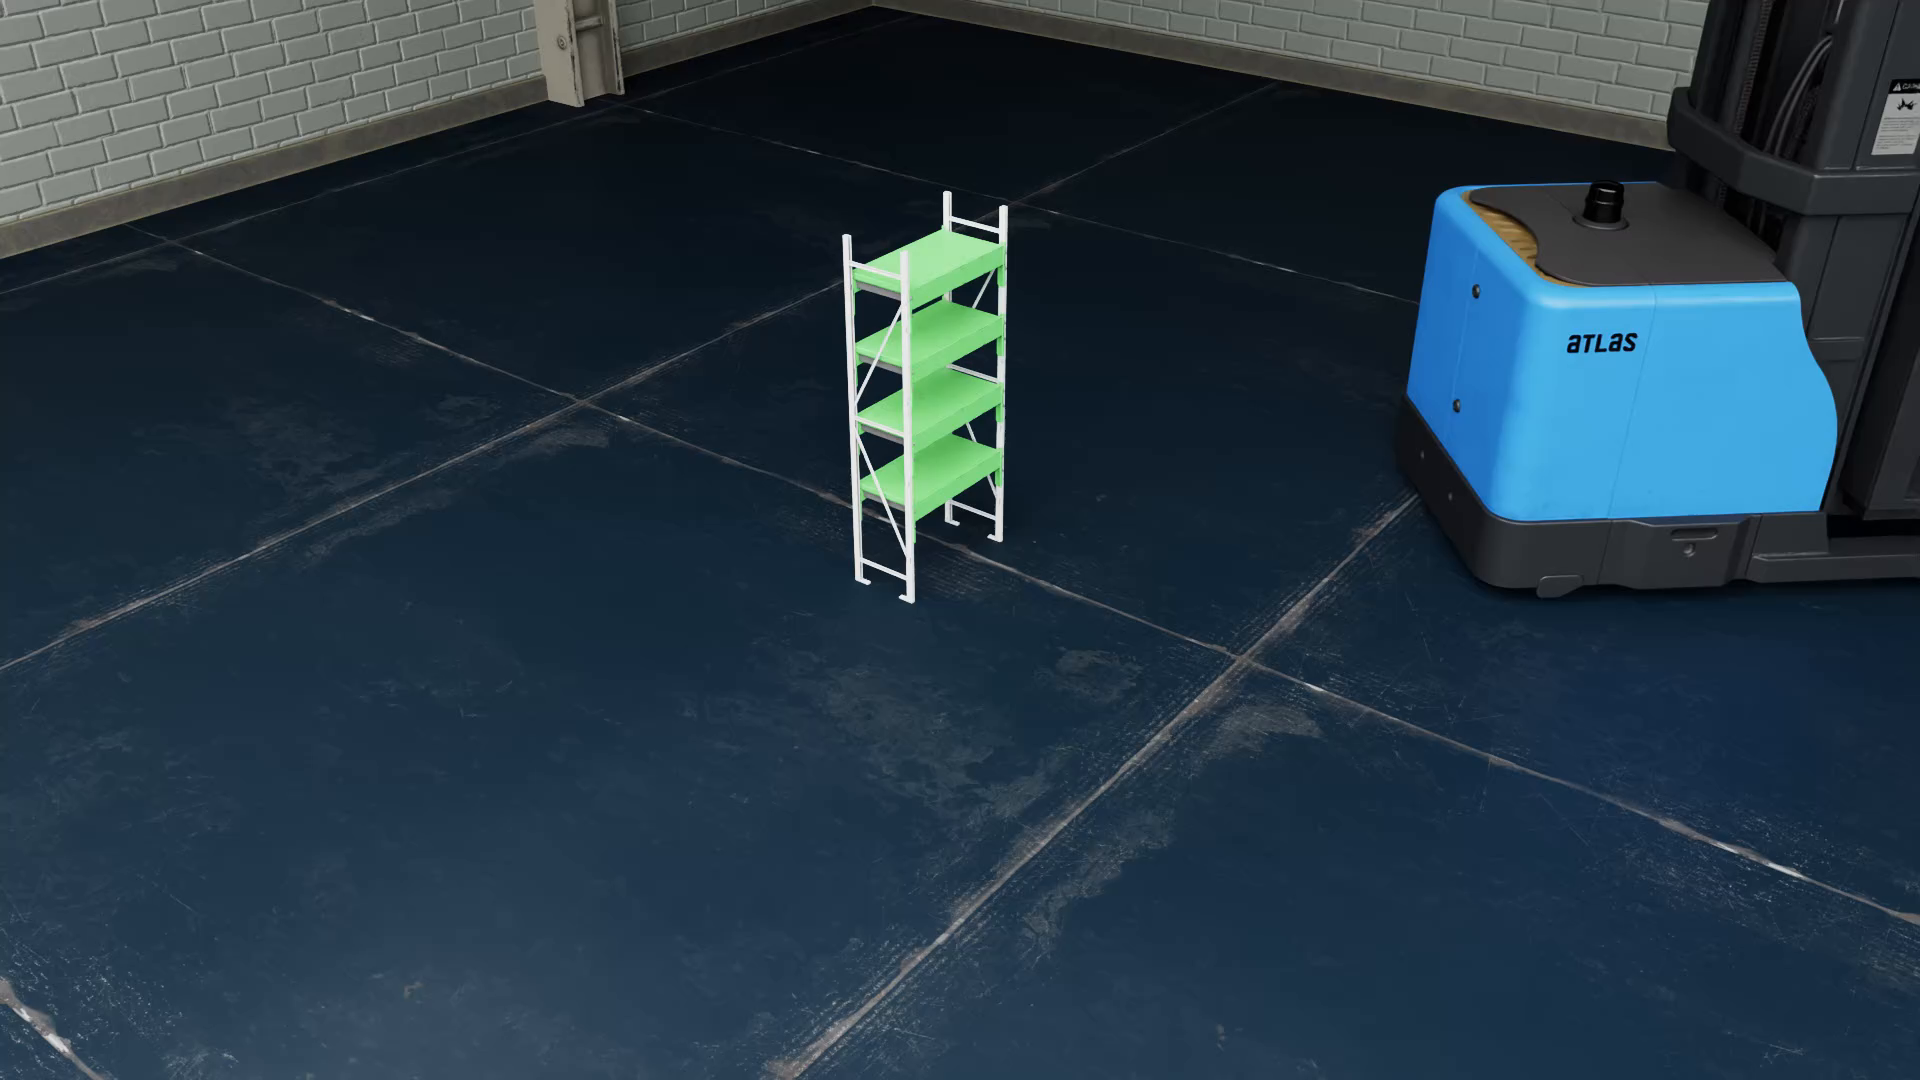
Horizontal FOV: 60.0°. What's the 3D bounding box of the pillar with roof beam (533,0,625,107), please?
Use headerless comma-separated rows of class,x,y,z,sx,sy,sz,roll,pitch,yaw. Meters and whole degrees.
pillar with roof beam,1.075,-5.342,5.937,9.100,9.000,0.400,21,37,31

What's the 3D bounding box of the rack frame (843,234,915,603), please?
rack frame,-0.247,-0.350,5.163,0.240,1.200,0.015,21,37,31

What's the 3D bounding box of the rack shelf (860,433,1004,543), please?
rack shelf,-0.100,-0.187,5.485,0.258,0.148,0.480,21,37,31

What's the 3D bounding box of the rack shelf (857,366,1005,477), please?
rack shelf,-0.100,-0.394,5.363,0.258,0.148,0.480,21,37,31

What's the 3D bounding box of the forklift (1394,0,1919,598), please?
forklift,3.149,-1.363,5.174,3.031,2.935,1.130,-2,31,-4

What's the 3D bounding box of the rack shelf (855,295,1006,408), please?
rack shelf,-0.100,-0.600,5.241,0.258,0.148,0.480,21,37,31

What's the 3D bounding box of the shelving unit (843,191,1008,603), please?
shelving unit,-0.100,-0.449,5.331,0.258,1.200,0.503,21,37,31

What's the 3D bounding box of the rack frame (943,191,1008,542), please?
rack frame,0.047,-0.548,5.498,0.240,1.200,0.015,21,37,31

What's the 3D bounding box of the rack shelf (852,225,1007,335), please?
rack shelf,-0.100,-0.807,5.118,0.258,0.148,0.480,21,37,31
